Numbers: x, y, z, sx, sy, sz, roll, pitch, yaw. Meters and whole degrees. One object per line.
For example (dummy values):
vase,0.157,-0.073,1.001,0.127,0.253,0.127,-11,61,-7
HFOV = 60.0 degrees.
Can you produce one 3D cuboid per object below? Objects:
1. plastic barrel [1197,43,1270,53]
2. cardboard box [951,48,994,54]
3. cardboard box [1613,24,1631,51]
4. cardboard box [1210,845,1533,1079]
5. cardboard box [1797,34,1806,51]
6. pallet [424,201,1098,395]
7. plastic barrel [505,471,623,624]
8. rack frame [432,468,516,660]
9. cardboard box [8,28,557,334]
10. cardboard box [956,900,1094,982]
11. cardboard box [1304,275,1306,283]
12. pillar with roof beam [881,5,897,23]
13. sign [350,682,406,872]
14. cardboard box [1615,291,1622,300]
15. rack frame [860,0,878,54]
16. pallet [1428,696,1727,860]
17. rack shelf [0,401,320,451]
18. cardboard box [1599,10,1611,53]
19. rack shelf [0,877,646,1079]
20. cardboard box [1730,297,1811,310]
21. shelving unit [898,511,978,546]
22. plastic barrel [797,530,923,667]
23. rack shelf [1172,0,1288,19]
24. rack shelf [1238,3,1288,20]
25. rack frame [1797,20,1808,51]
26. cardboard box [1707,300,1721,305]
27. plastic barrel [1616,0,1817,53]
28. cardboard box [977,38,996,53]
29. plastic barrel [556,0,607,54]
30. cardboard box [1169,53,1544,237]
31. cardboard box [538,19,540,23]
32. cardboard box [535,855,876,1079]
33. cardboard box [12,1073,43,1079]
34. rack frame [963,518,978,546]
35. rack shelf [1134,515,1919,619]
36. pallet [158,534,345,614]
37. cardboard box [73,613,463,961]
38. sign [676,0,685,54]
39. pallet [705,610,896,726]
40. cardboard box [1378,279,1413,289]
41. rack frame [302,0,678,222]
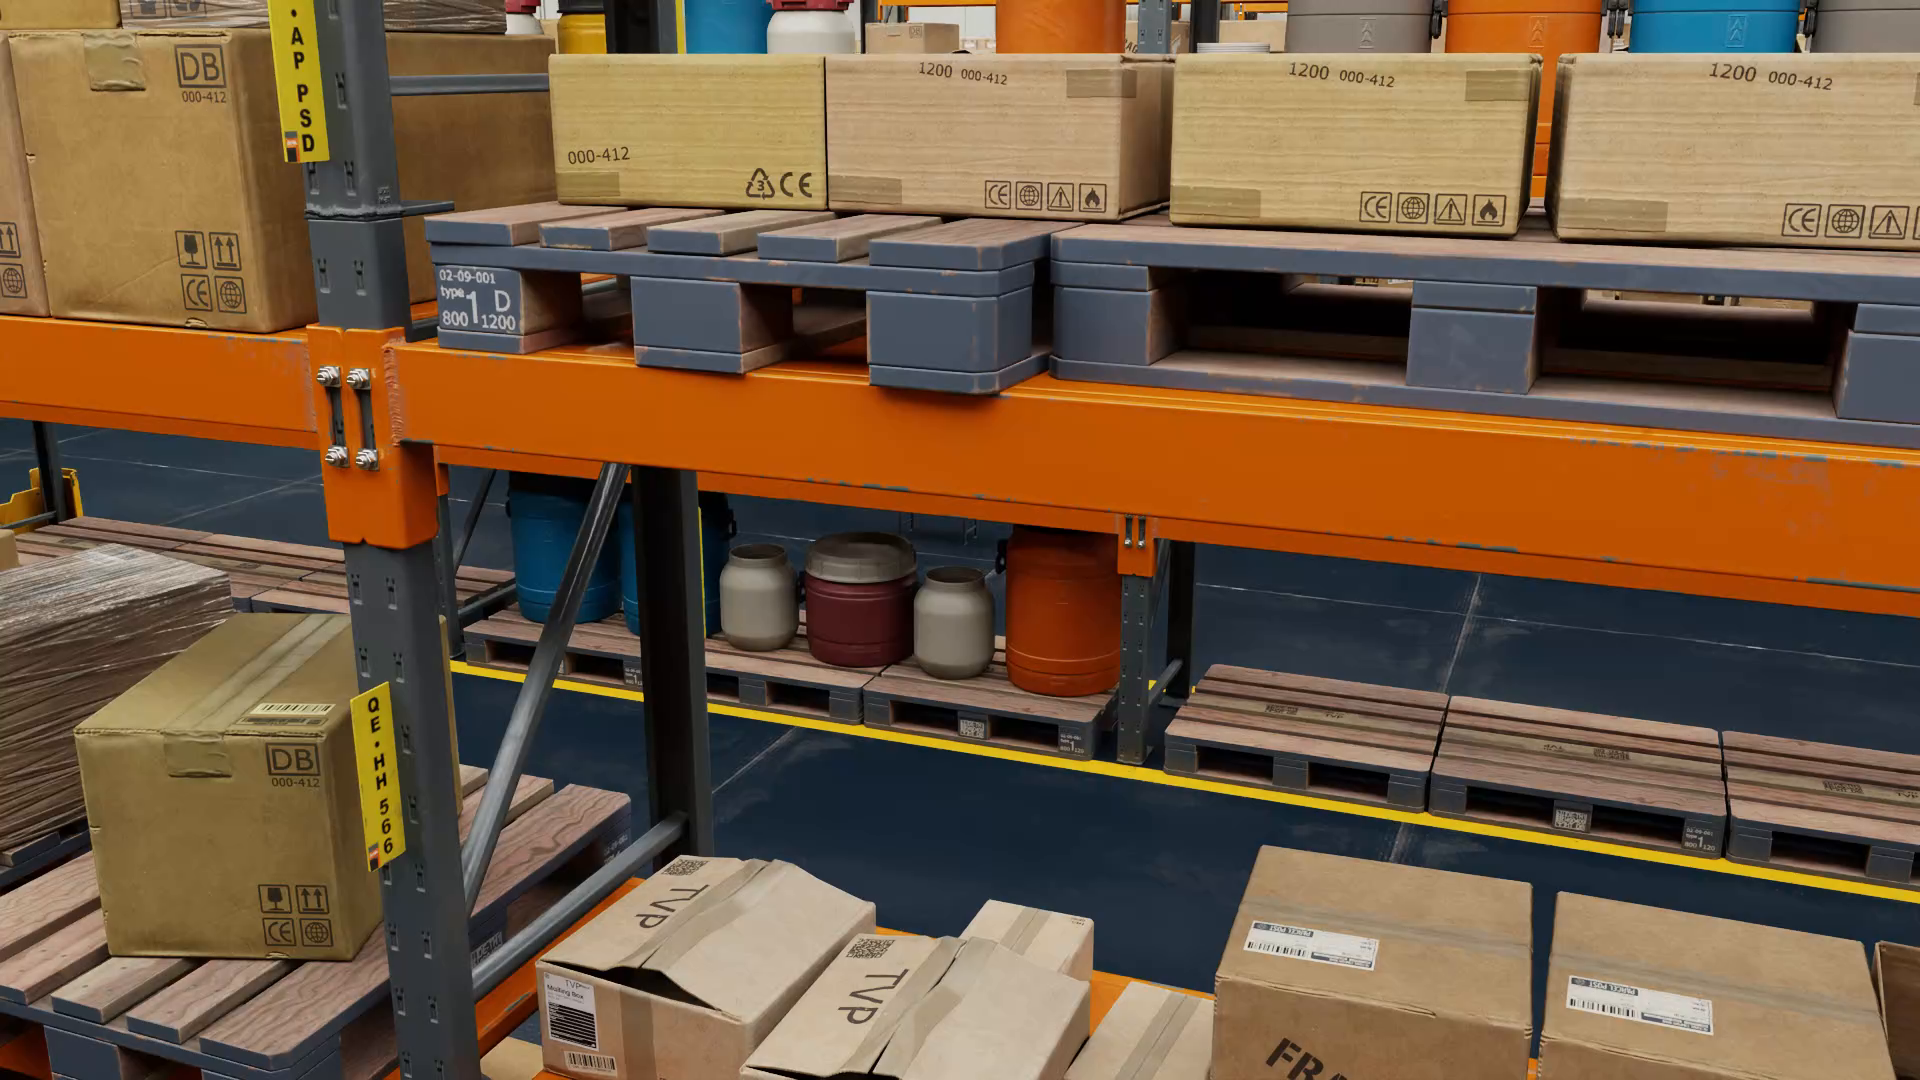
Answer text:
plastic barrel,1.168,-1.875,7.170,0.421,0.512,0.421,0,16,0
cardboard box,0.075,-3.649,12.890,0.500,0.311,0.500,6,17,19
cardboard box,6.443,-4.685,15.940,0.500,0.500,0.500,6,17,21
cardboard box,0.737,0.912,2.972,0.500,0.500,0.500,5,17,18
cardboard box,9.580,-5.774,19.420,0.500,0.250,0.500,7,17,22
pallet,-0.165,-0.511,3.012,1.003,0.211,1.213,7,18,23
plastic barrel,-2.230,-0.035,9.423,0.708,0.901,0.600,6,17,21
rack frame,-2.730,-0.901,9.396,0.127,3.000,1.000,6,17,21
cardboard box,-1.248,-0.732,3.254,0.500,0.500,0.910,6,17,21
cardboard box,0.109,0.934,3.528,0.250,0.149,0.380,6,17,21
cardboard box,2.259,-1.810,12.350,0.500,0.500,0.500,7,18,22
pillar with roof beam,-2.936,-8.726,25.592,0.400,9.000,9.100,6,17,21
sign,-1.020,0.416,2.924,0.005,0.325,0.100,6,17,21
cardboard box,8.360,-3.073,20.839,0.625,0.372,0.950,7,18,22
rack frame,-0.912,-5.066,12.984,0.127,3.000,1.000,6,17,21
pallet,2.829,1.062,7.636,1.213,0.211,1.003,6,17,21
rack shelf,-4.590,-0.760,10.201,4.000,0.370,1.077,6,17,21
cardboard box,4.093,-3.287,11.161,0.500,0.500,0.500,6,17,19
rack shelf,-2.690,0.934,4.368,4.000,0.370,1.077,6,17,21
cardboard box,5.842,-1.974,11.265,1.000,1.000,1.000,6,17,21
shelving unit,-0.154,-0.593,11.565,0.503,1.200,0.258,6,17,21
plastic barrel,-0.520,0.304,8.819,0.708,0.588,0.600,6,17,21
rack shelf,4.584,-6.894,21.289,4.000,0.370,1.077,6,17,21
rack shelf,6.402,-8.182,25.725,4.000,0.370,1.077,6,17,21
rack frame,11.984,-8.106,23.454,0.127,3.000,1.000,6,17,21
cardboard box,6.937,-1.904,16.134,0.750,0.750,1.050,6,17,21
plastic barrel,2.943,-1.893,6.535,0.708,0.901,0.600,6,17,21
cardboard box,0.361,-5.247,17.644,0.250,0.149,0.380,7,18,22
plastic barrel,-1.806,-2.593,8.753,0.600,0.588,0.600,0,16,0
cardboard box,0.636,-0.635,2.617,0.500,0.250,0.500,6,17,20
cardboard box,-3.651,-4.205,14.284,0.500,0.500,0.700,6,17,19
cardboard box,-0.507,0.884,3.408,0.500,0.311,0.500,7,18,24
cardboard box,-2.267,1.694,4.152,0.500,0.500,0.500,6,17,19
rack frame,0.073,-0.568,11.479,0.015,1.200,0.240,6,17,21
rack shelf,2.852,0.059,7.382,4.000,0.370,1.077,6,17,21
pallet,-4.567,0.249,10.438,1.213,0.211,1.003,6,17,21
cardboard box,-1.457,0.508,3.611,0.500,0.500,0.700,1,16,2
sign,-0.618,-1.077,3.554,0.005,0.325,0.100,6,17,21
pallet,-0.888,0.653,9.047,1.213,0.211,1.003,6,17,21
cardboard box,3.326,-1.981,12.184,0.500,0.500,0.500,4,17,14
rack frame,-0.829,-2.088,2.726,0.127,3.000,1.000,6,17,21
